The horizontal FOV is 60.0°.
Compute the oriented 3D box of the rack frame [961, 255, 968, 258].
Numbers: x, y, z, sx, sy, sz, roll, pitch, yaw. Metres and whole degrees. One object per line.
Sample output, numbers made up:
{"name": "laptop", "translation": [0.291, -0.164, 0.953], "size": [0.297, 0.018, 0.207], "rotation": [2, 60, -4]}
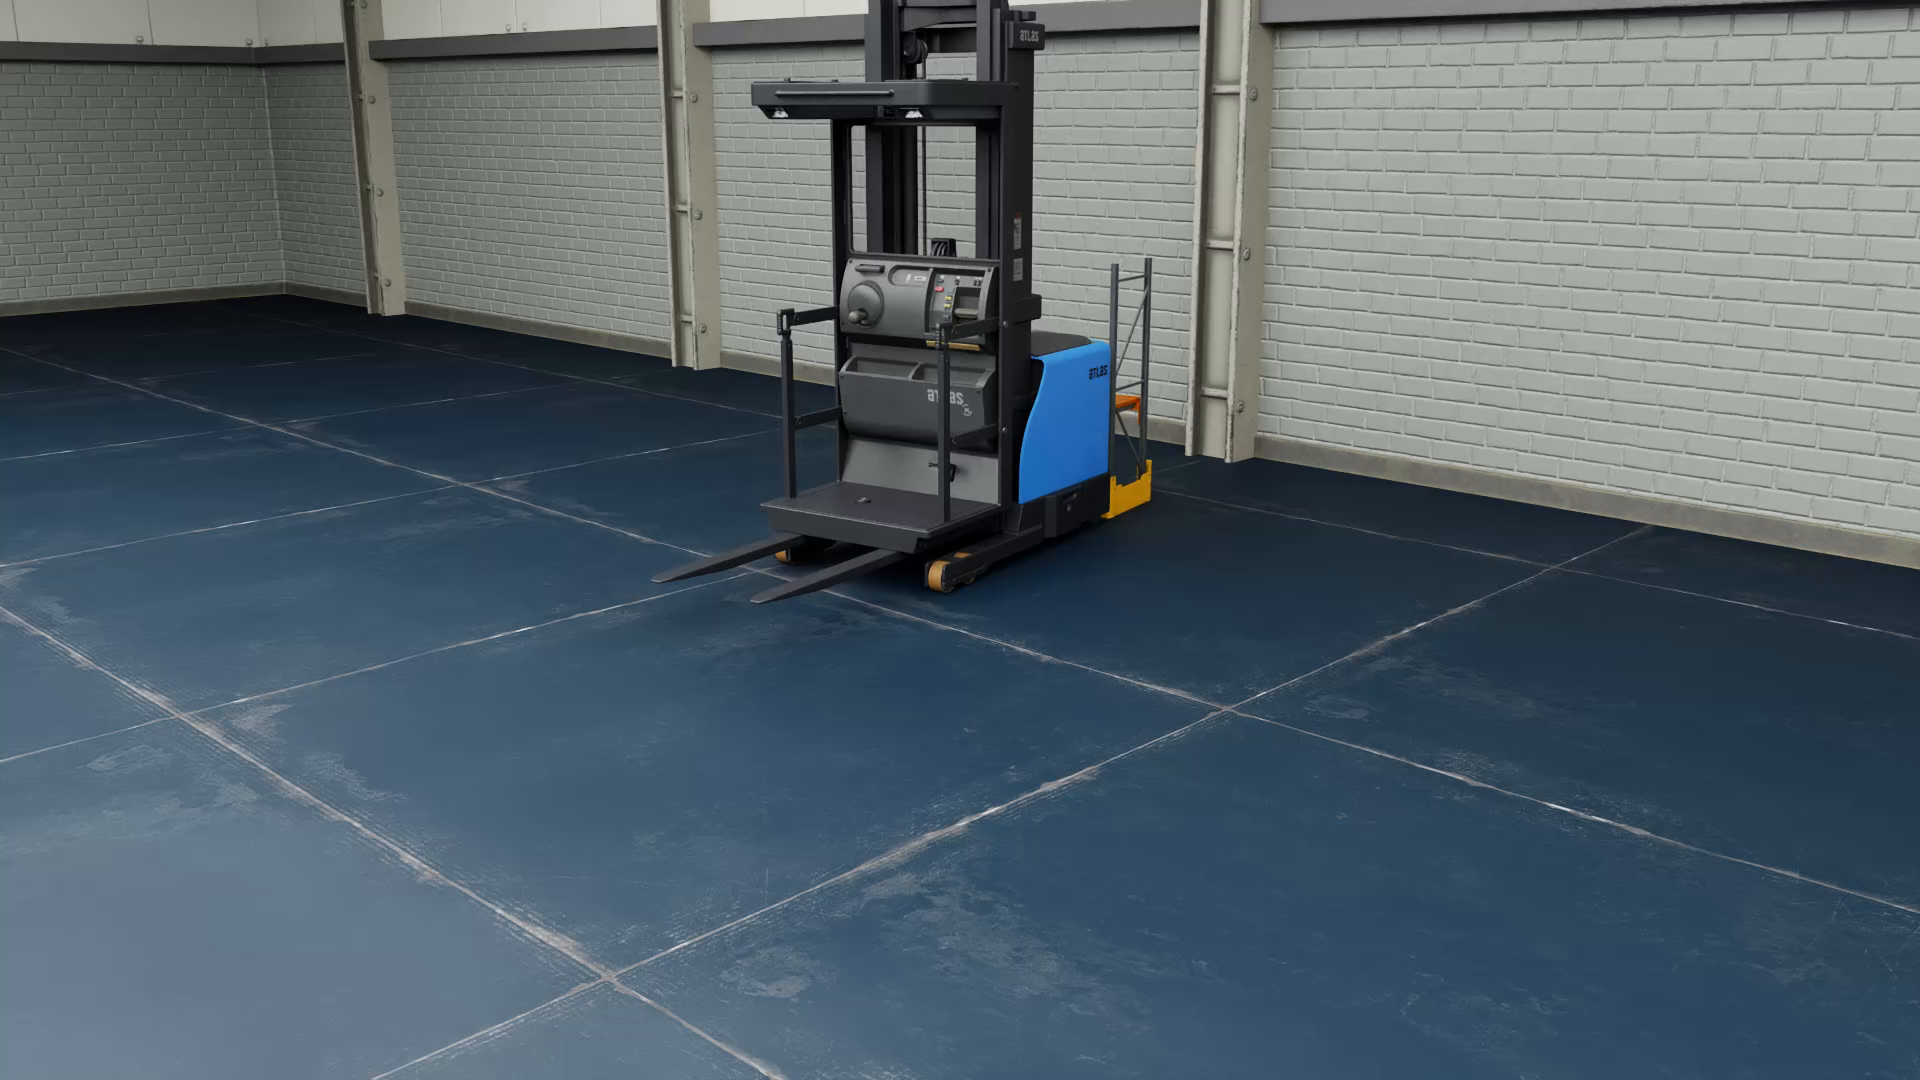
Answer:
{"name": "rack frame", "translation": [0.145, -1.055, 10.504], "size": [0.032, 1.500, 0.500], "rotation": [9, 17, 30]}

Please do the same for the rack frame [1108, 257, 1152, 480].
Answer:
{"name": "rack frame", "translation": [1.014, -0.922, 9.994], "size": [0.032, 1.500, 0.500], "rotation": [9, 17, 30]}

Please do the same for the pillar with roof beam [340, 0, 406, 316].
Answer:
{"name": "pillar with roof beam", "translation": [-9.793, -6.268, 15.639], "size": [0.400, 9.000, 9.100], "rotation": [14, 20, 42]}

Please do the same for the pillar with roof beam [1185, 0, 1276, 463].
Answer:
{"name": "pillar with roof beam", "translation": [-1.154, -4.167, 7.579], "size": [0.400, 9.000, 9.100], "rotation": [14, 20, 42]}

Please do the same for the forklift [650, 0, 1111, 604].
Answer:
{"name": "forklift", "translation": [-0.347, -1.286, 8.553], "size": [1.130, 2.935, 3.031], "rotation": [9, 17, 32]}

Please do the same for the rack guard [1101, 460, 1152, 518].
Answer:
{"name": "rack guard", "translation": [1.012, -0.317, 10.151], "size": [0.087, 0.250, 0.587], "rotation": [9, 17, 30]}

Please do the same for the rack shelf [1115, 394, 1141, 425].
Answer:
{"name": "rack shelf", "translation": [0.579, -0.814, 10.294], "size": [1.000, 0.185, 0.538], "rotation": [9, 17, 30]}

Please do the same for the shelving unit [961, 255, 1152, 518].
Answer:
{"name": "shelving unit", "translation": [0.587, -0.987, 10.244], "size": [1.083, 1.500, 0.587], "rotation": [9, 17, 30]}

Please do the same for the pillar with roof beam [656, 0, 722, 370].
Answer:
{"name": "pillar with roof beam", "translation": [-5.474, -5.217, 11.609], "size": [0.400, 9.000, 9.100], "rotation": [14, 20, 42]}
